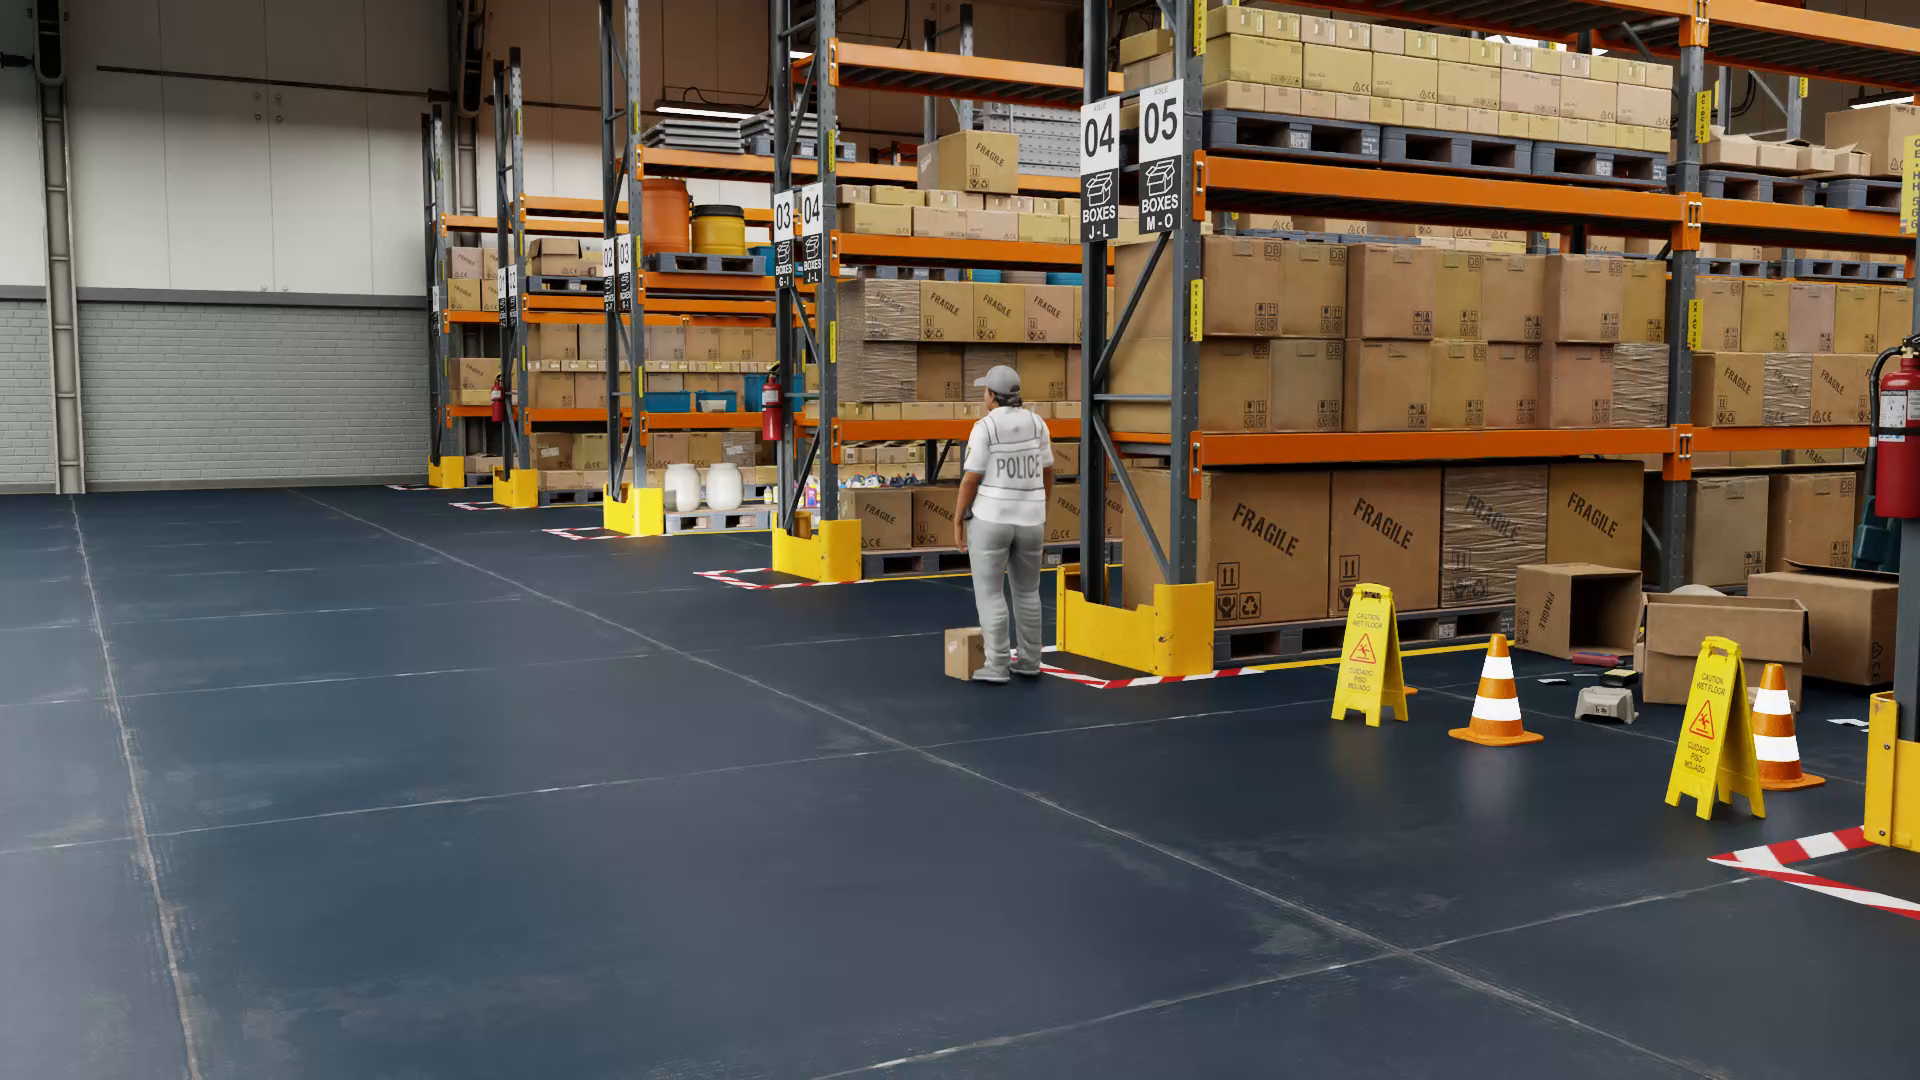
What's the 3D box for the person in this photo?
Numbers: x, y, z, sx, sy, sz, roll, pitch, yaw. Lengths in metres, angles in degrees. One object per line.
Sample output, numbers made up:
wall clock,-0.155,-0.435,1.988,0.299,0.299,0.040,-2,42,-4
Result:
person,0.213,-0.084,8.809,0.598,1.670,0.529,-3,6,-27
